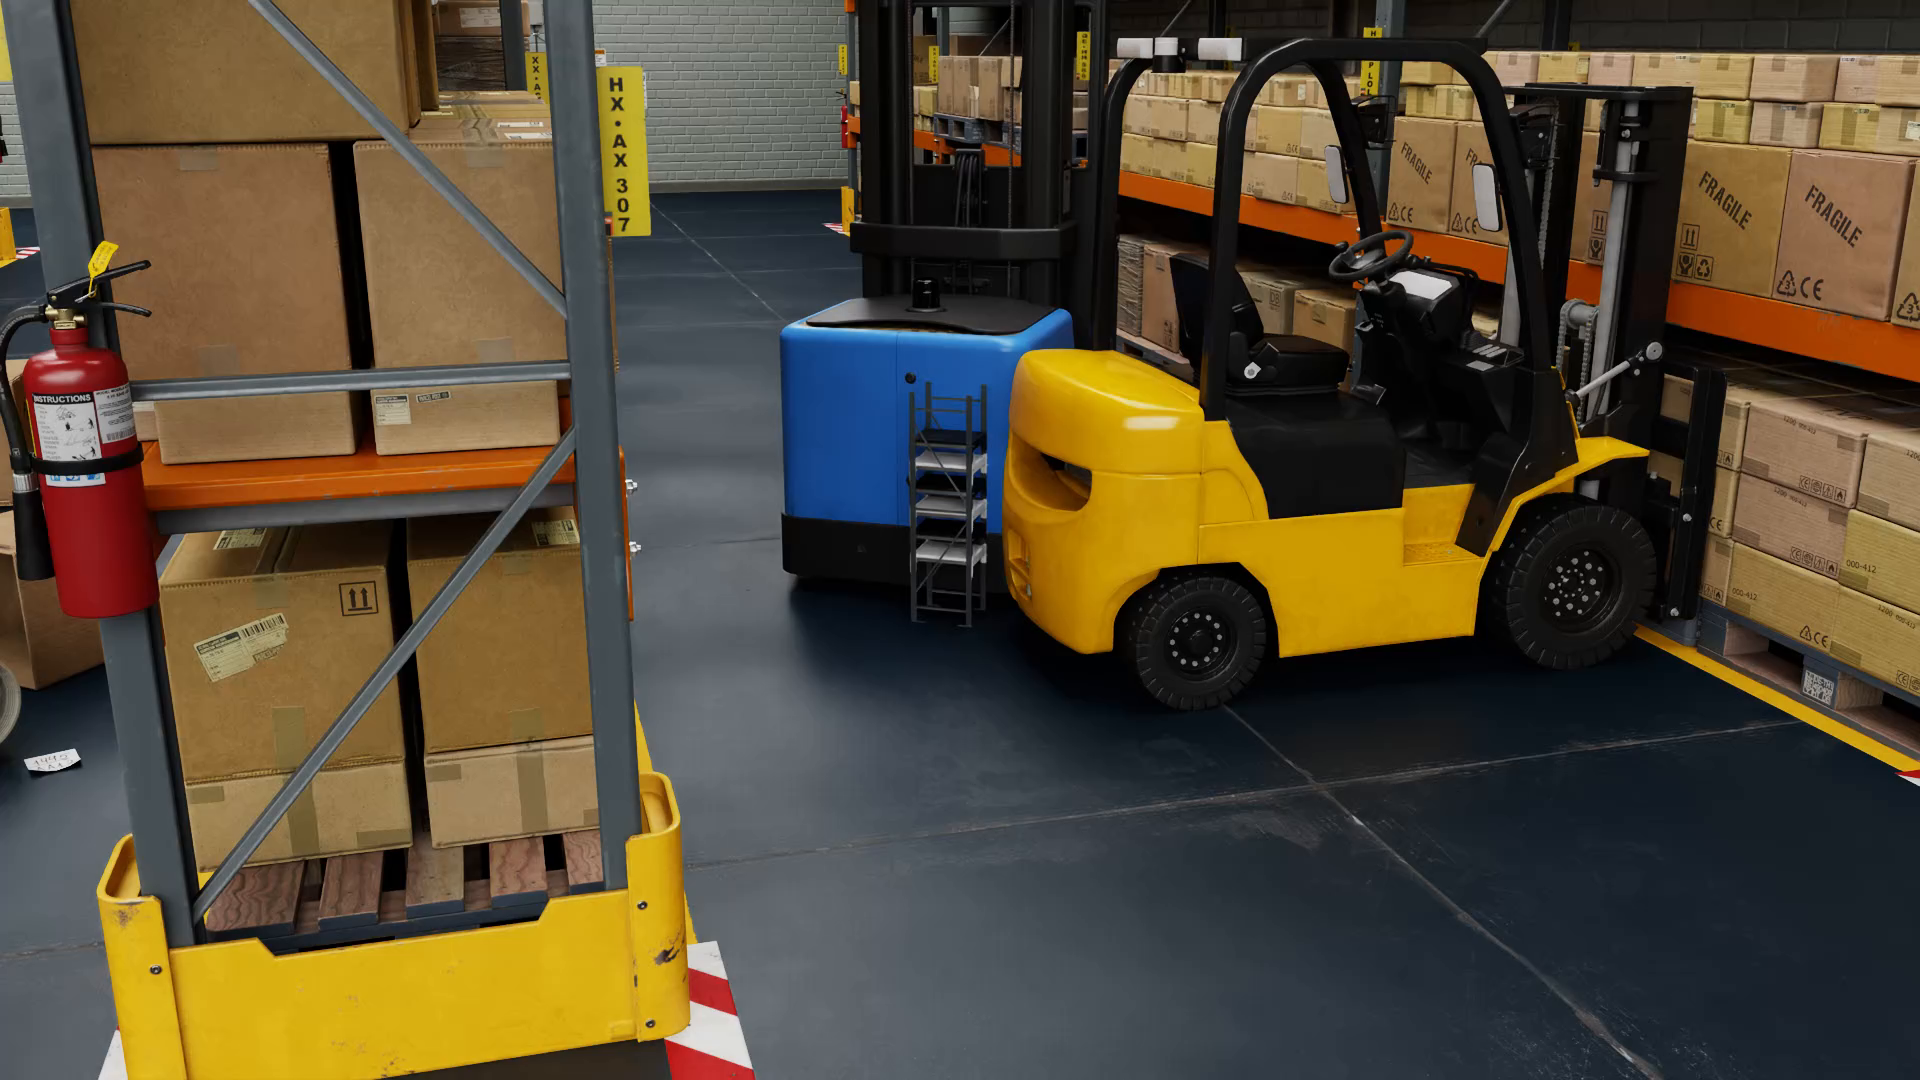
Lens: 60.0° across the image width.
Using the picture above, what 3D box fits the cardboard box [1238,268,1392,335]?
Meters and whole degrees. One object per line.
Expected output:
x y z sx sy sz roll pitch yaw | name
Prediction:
2.124 -1.227 9.722 0.875 0.625 0.625 -5 17 -16 | cardboard box

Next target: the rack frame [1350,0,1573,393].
2.484 -1.805 8.247 1.000 3.000 0.127 -5 17 -15 | rack frame

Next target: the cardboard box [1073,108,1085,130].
0.835 -3.144 12.410 0.380 0.149 0.250 -4 17 -14 | cardboard box

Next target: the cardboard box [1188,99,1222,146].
1.699 -2.513 9.995 0.500 0.250 0.500 -4 17 -14 | cardboard box

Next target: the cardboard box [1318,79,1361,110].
2.088 -2.310 8.628 0.380 0.149 0.250 -5 17 -16 | cardboard box

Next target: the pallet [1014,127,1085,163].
1.131 -3.001 12.563 1.213 0.211 1.003 -5 17 -15 | pallet

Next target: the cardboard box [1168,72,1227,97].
1.540 -2.877 10.515 0.380 0.149 0.250 -5 17 -15 | cardboard box

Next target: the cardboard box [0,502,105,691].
-3.302 0.188 5.951 0.500 0.500 0.500 7 18 23 | cardboard box

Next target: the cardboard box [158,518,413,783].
-1.659 0.251 4.150 0.500 0.500 0.500 -5 17 -15 | cardboard box

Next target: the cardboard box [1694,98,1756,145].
2.842 -1.484 5.876 0.380 0.149 0.250 -5 17 -15 | cardboard box

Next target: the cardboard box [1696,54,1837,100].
2.835 -1.627 5.836 0.380 0.149 0.250 -4 17 -14 | cardboard box

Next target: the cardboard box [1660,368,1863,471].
2.862 -0.444 6.027 0.500 0.250 0.500 -4 17 -15 | cardboard box

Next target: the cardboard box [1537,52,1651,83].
2.593 -1.910 6.779 0.380 0.149 0.250 -5 17 -16 | cardboard box

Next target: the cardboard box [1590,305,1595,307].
2.959 -0.908 7.573 0.500 0.250 0.500 -5 17 -16 | cardboard box

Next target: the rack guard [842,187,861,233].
-0.793 -3.906 19.587 1.175 0.500 0.348 -5 17 -15 | rack guard

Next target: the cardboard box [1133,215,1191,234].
1.541 -2.395 12.698 0.380 0.149 0.250 -4 17 -12 | cardboard box

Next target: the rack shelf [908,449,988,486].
-0.044 -0.275 6.294 0.258 0.077 0.200 5 17 15 | rack shelf

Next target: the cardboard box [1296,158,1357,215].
2.094 -1.852 8.663 0.500 0.250 0.500 -4 17 -14 | cardboard box

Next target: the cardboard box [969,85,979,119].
0.298 -3.740 14.192 0.396 0.266 0.258 -4 17 -13 | cardboard box

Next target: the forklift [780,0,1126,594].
0.175 -1.577 7.607 1.130 2.935 3.031 5 17 15 | forklift

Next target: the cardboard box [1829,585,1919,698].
3.150 0.312 5.248 0.500 0.250 0.500 -5 17 -15 | cardboard box

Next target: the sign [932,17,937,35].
-0.275 -5.868 19.212 0.100 0.325 0.005 -5 17 -15 | sign

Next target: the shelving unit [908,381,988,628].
-0.044 -0.135 6.337 0.258 0.900 0.210 5 17 15 | shelving unit

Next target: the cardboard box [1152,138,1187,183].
1.553 -2.416 10.542 0.500 0.250 0.500 -5 18 -17 | cardboard box

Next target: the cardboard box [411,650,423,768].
-1.804 0.465 4.741 0.500 0.250 0.500 -5 17 -15 | cardboard box

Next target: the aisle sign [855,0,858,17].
-1.115 -6.365 18.908 0.394 0.787 0.004 -5 17 -15 | aisle sign

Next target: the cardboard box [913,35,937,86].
-0.536 -4.992 17.298 0.500 0.500 0.500 -4 17 -14 | cardboard box

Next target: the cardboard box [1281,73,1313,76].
2.109 -2.773 10.167 0.380 0.149 0.250 -4 17 -14 | cardboard box

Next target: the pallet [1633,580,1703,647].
3.001 0.092 6.779 1.003 0.211 1.213 -5 17 -15 | pallet

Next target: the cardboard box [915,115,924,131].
-0.232 -4.106 16.344 0.380 0.149 0.250 -4 17 -14 | cardboard box

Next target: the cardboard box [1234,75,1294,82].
1.797 -2.592 9.564 0.380 0.149 0.250 -5 17 -15 | cardboard box

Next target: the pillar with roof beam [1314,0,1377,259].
-1.530 -5.155 8.971 9.100 9.000 0.400 -5 17 -15 | pillar with roof beam

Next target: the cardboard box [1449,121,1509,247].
2.514 -1.567 7.280 0.500 0.500 0.500 -4 17 -14 | cardboard box

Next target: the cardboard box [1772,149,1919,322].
3.062 -1.006 5.413 0.500 0.500 0.500 -4 17 -14 | cardboard box

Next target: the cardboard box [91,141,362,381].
-1.603 -0.624 3.623 0.500 0.500 0.500 -5 17 -16 | cardboard box

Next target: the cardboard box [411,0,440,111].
-1.913 -1.521 4.872 0.700 0.500 0.500 -5 17 -16 | cardboard box

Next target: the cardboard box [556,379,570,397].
-1.161 -0.444 4.151 0.380 0.149 0.250 -5 18 -17 | cardboard box

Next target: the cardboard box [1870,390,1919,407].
3.492 -0.347 5.706 0.500 0.250 0.500 -5 17 -15 | cardboard box

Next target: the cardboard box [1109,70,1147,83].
1.189 -3.158 11.451 0.380 0.149 0.250 -4 17 -14 | cardboard box

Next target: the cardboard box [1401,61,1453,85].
2.286 -2.194 7.725 0.380 0.149 0.250 -4 17 -14 | cardboard box

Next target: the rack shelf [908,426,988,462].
-0.044 -0.361 6.268 0.258 0.077 0.200 5 17 15 | rack shelf

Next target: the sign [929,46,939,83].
-0.234 -4.387 15.339 0.100 0.325 0.005 -5 17 -15 | sign

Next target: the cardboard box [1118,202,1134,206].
1.244 -2.684 13.660 0.380 0.149 0.250 -5 17 -16 | cardboard box

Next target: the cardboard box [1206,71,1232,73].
1.860 -3.056 11.110 0.380 0.149 0.250 -5 17 -15 | cardboard box

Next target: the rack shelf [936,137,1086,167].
0.835 -3.120 13.875 1.077 0.370 4.000 -5 17 -15 | rack shelf

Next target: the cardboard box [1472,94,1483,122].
2.489 -1.913 7.306 0.380 0.149 0.250 -5 17 -15 | cardboard box

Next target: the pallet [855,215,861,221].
-0.573 -3.547 18.894 1.003 0.211 1.213 -5 17 -15 | pallet

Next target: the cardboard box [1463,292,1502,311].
2.315 -1.009 7.910 0.500 0.250 0.500 -5 17 -16 | cardboard box

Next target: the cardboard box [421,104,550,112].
-1.486 -1.072 5.117 0.500 0.500 0.500 -5 17 -16 | cardboard box

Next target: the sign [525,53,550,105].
-1.768 -1.871 6.962 0.100 0.325 0.005 -5 17 -15 | sign

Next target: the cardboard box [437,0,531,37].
-2.077 -2.272 7.252 0.380 0.149 0.250 -5 17 -15 | cardboard box
